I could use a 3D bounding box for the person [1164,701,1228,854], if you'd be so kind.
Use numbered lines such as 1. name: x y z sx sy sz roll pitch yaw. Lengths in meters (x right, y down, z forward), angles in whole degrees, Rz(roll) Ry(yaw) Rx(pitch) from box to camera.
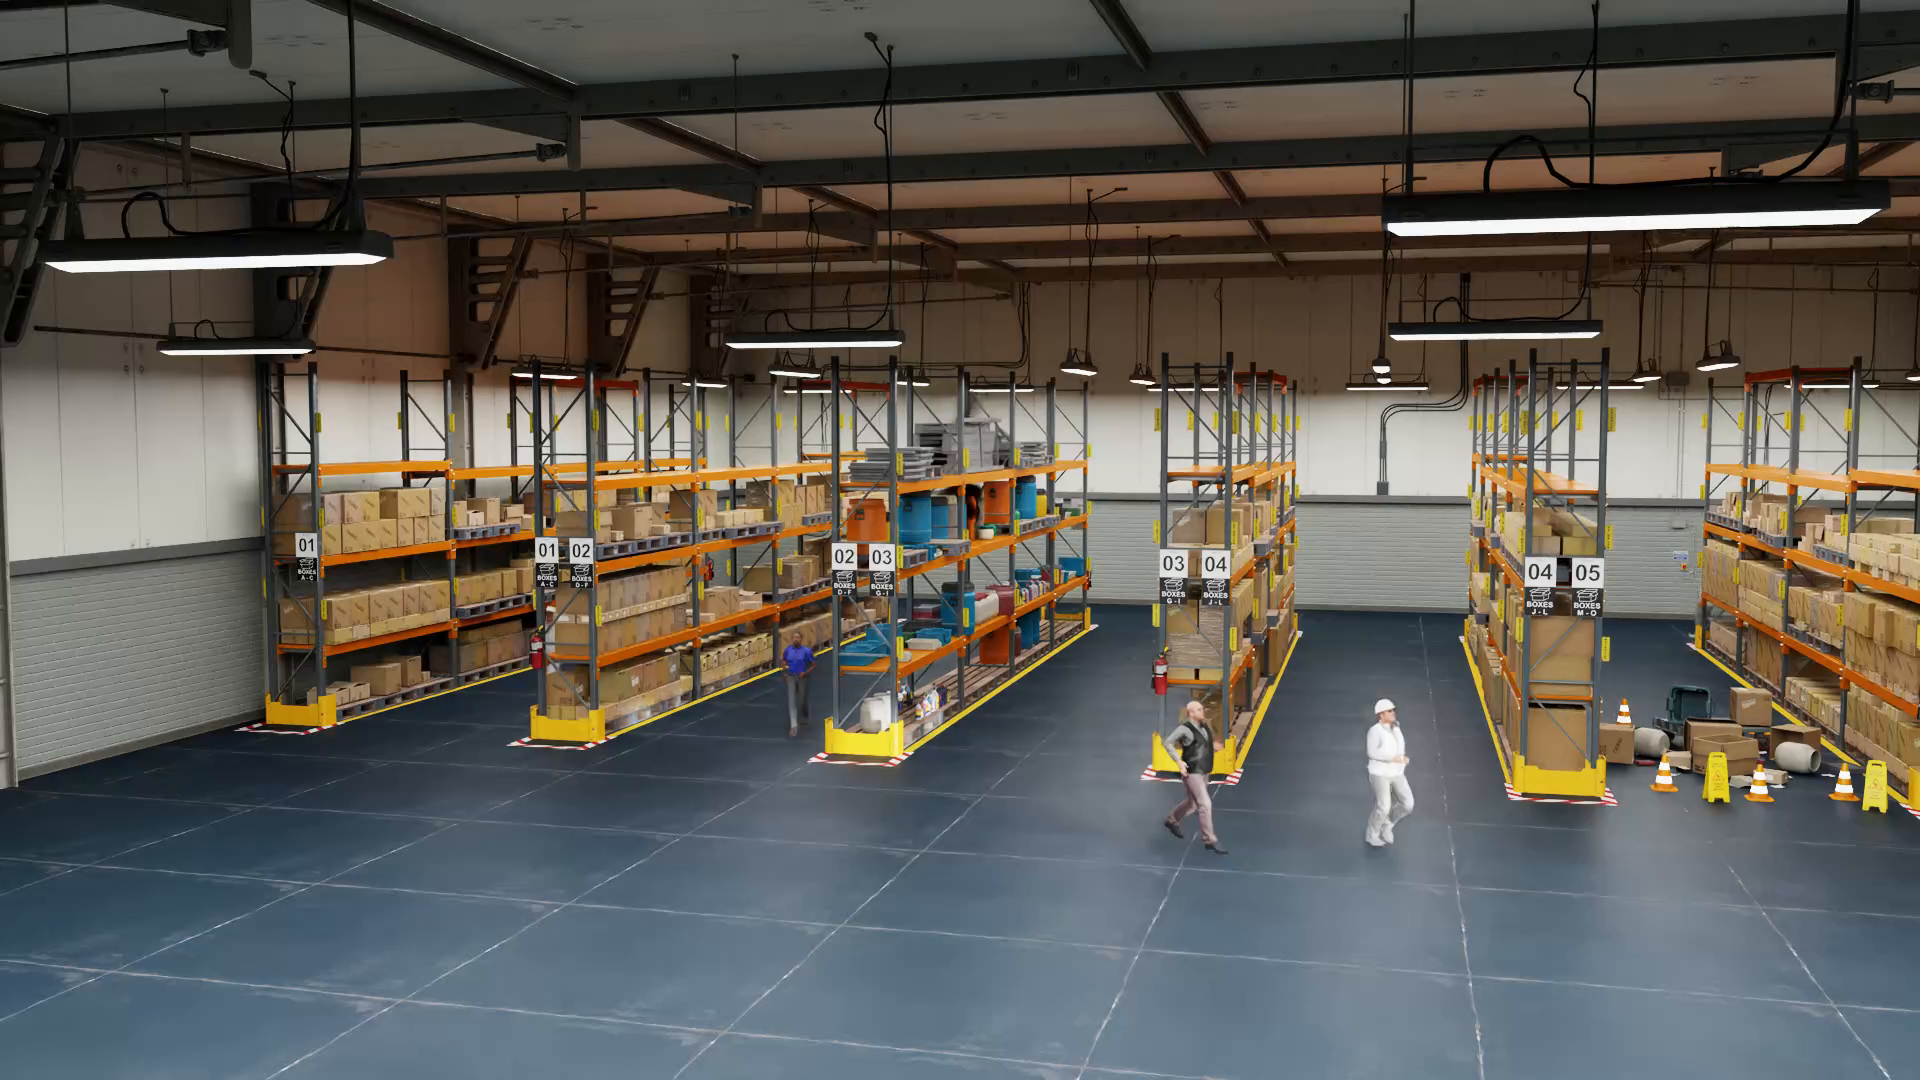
1. person: 2.765 2.746 19.496 0.956 1.716 0.650 3 5 39

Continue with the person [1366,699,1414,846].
1. person: 5.048 2.743 19.524 0.680 1.750 0.633 -3 5 -35

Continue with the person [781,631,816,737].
1. person: -2.618 2.293 26.883 0.596 1.662 0.818 0 4 6

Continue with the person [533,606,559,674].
1. person: -7.117 2.064 28.985 0.648 1.845 0.799 1 4 15

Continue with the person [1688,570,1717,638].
1. person: 17.104 1.461 38.165 0.768 1.726 0.860 -4 6 -45
